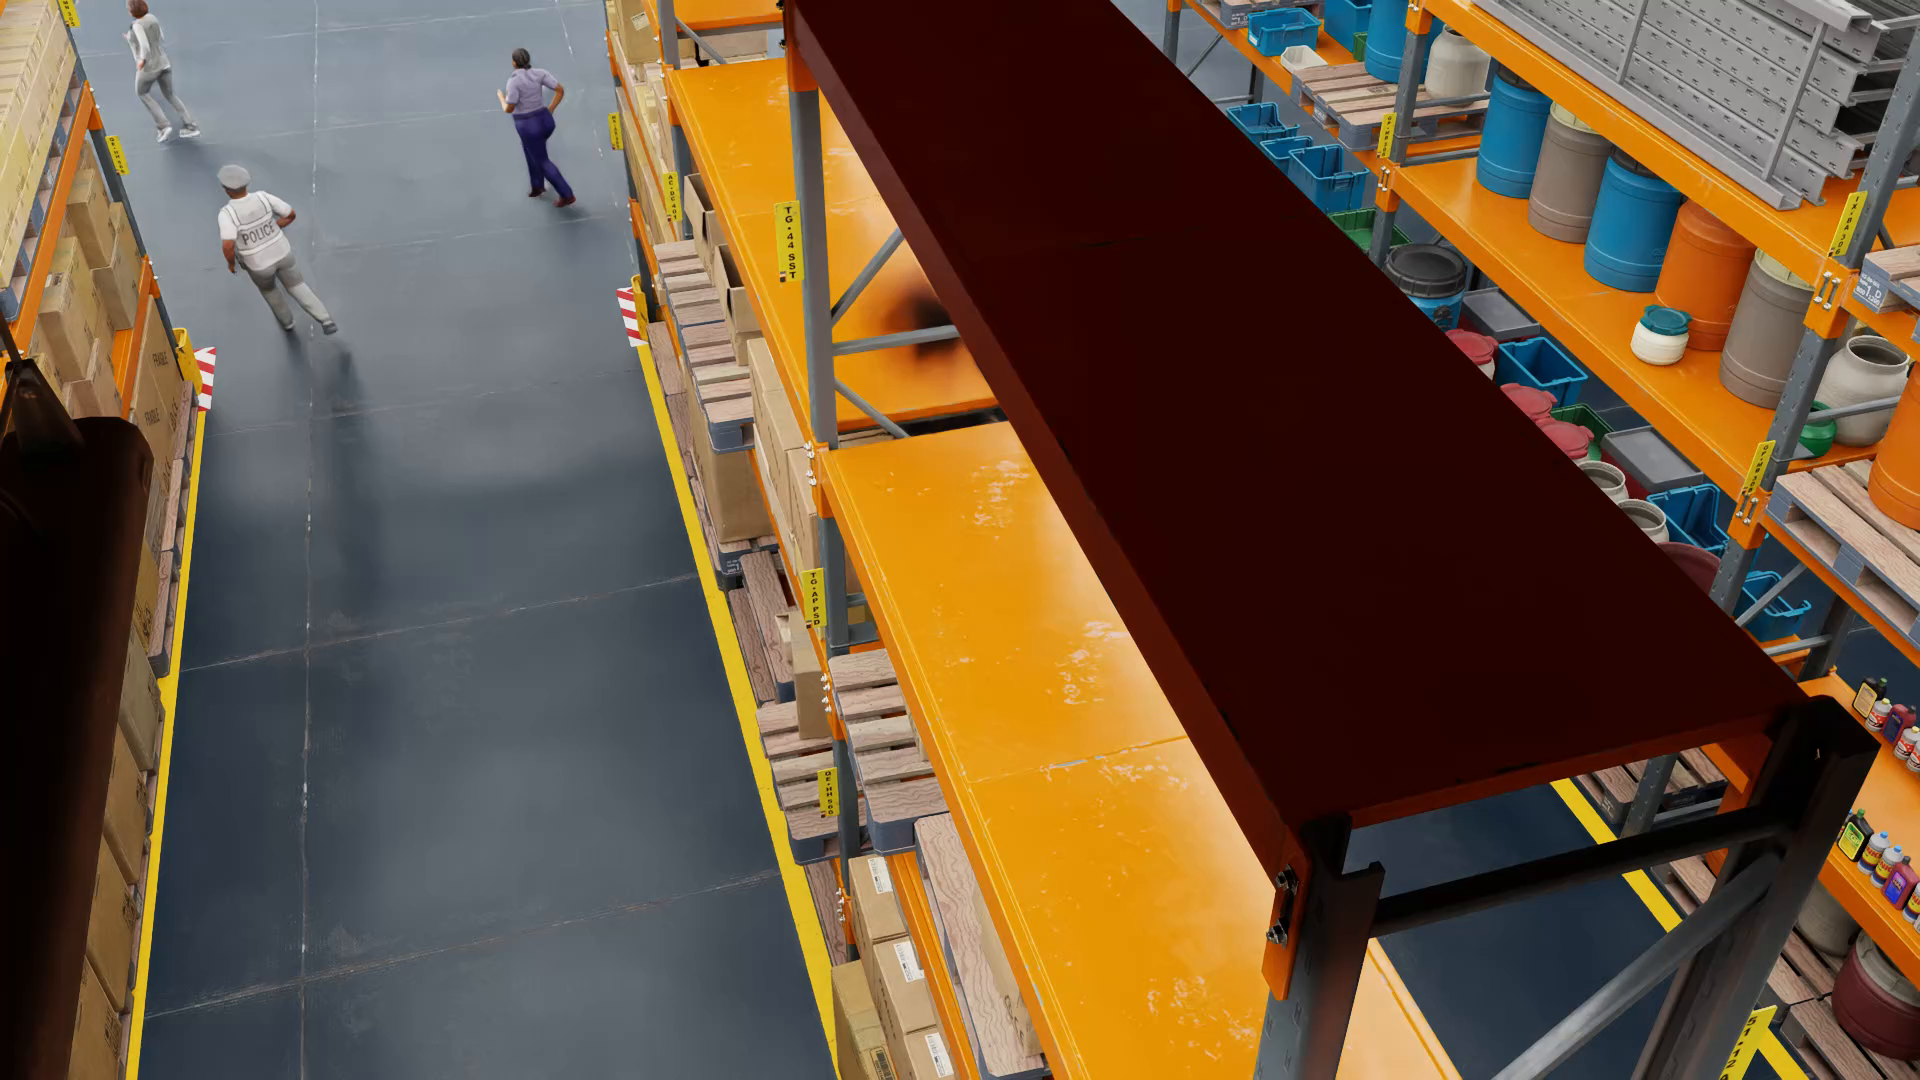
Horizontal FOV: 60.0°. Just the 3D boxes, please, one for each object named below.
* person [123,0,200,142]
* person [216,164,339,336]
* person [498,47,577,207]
[{"bbox_3d":[-8.687,-5.054,17.921,0.655,1.635,0.514,13,40,16],"label":"person"},{"bbox_3d":[-6.107,-2.485,14.553,0.726,1.741,0.943,-31,48,-33],"label":"person"},{"bbox_3d":[-4.254,-4.090,16.692,0.764,1.715,0.576,19,42,23],"label":"person"}]
